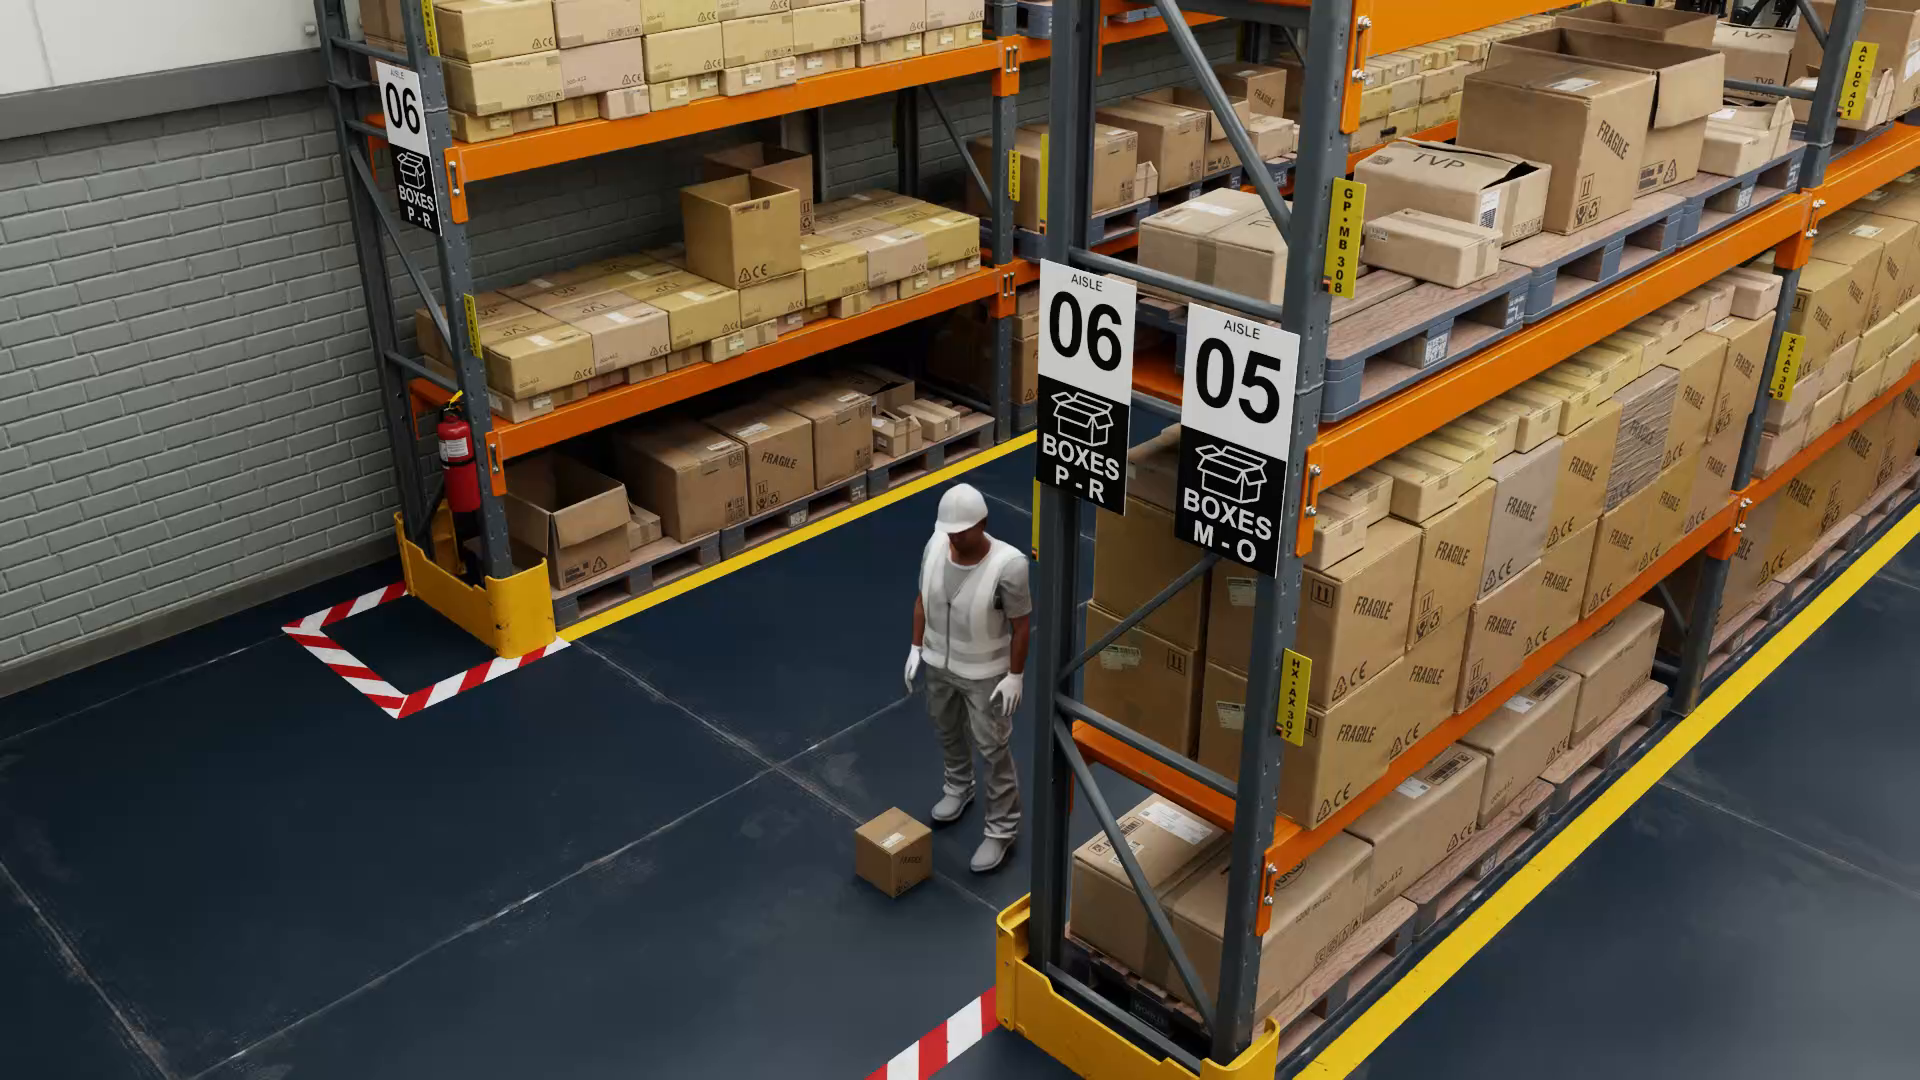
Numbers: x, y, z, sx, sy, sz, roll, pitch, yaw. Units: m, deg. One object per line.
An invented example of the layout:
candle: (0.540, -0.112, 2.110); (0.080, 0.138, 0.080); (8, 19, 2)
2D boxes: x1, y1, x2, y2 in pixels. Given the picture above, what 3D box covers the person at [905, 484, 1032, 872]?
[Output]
person: (0.024, 0.584, 7.468); (0.581, 1.796, 0.487); (18, 32, 30)
